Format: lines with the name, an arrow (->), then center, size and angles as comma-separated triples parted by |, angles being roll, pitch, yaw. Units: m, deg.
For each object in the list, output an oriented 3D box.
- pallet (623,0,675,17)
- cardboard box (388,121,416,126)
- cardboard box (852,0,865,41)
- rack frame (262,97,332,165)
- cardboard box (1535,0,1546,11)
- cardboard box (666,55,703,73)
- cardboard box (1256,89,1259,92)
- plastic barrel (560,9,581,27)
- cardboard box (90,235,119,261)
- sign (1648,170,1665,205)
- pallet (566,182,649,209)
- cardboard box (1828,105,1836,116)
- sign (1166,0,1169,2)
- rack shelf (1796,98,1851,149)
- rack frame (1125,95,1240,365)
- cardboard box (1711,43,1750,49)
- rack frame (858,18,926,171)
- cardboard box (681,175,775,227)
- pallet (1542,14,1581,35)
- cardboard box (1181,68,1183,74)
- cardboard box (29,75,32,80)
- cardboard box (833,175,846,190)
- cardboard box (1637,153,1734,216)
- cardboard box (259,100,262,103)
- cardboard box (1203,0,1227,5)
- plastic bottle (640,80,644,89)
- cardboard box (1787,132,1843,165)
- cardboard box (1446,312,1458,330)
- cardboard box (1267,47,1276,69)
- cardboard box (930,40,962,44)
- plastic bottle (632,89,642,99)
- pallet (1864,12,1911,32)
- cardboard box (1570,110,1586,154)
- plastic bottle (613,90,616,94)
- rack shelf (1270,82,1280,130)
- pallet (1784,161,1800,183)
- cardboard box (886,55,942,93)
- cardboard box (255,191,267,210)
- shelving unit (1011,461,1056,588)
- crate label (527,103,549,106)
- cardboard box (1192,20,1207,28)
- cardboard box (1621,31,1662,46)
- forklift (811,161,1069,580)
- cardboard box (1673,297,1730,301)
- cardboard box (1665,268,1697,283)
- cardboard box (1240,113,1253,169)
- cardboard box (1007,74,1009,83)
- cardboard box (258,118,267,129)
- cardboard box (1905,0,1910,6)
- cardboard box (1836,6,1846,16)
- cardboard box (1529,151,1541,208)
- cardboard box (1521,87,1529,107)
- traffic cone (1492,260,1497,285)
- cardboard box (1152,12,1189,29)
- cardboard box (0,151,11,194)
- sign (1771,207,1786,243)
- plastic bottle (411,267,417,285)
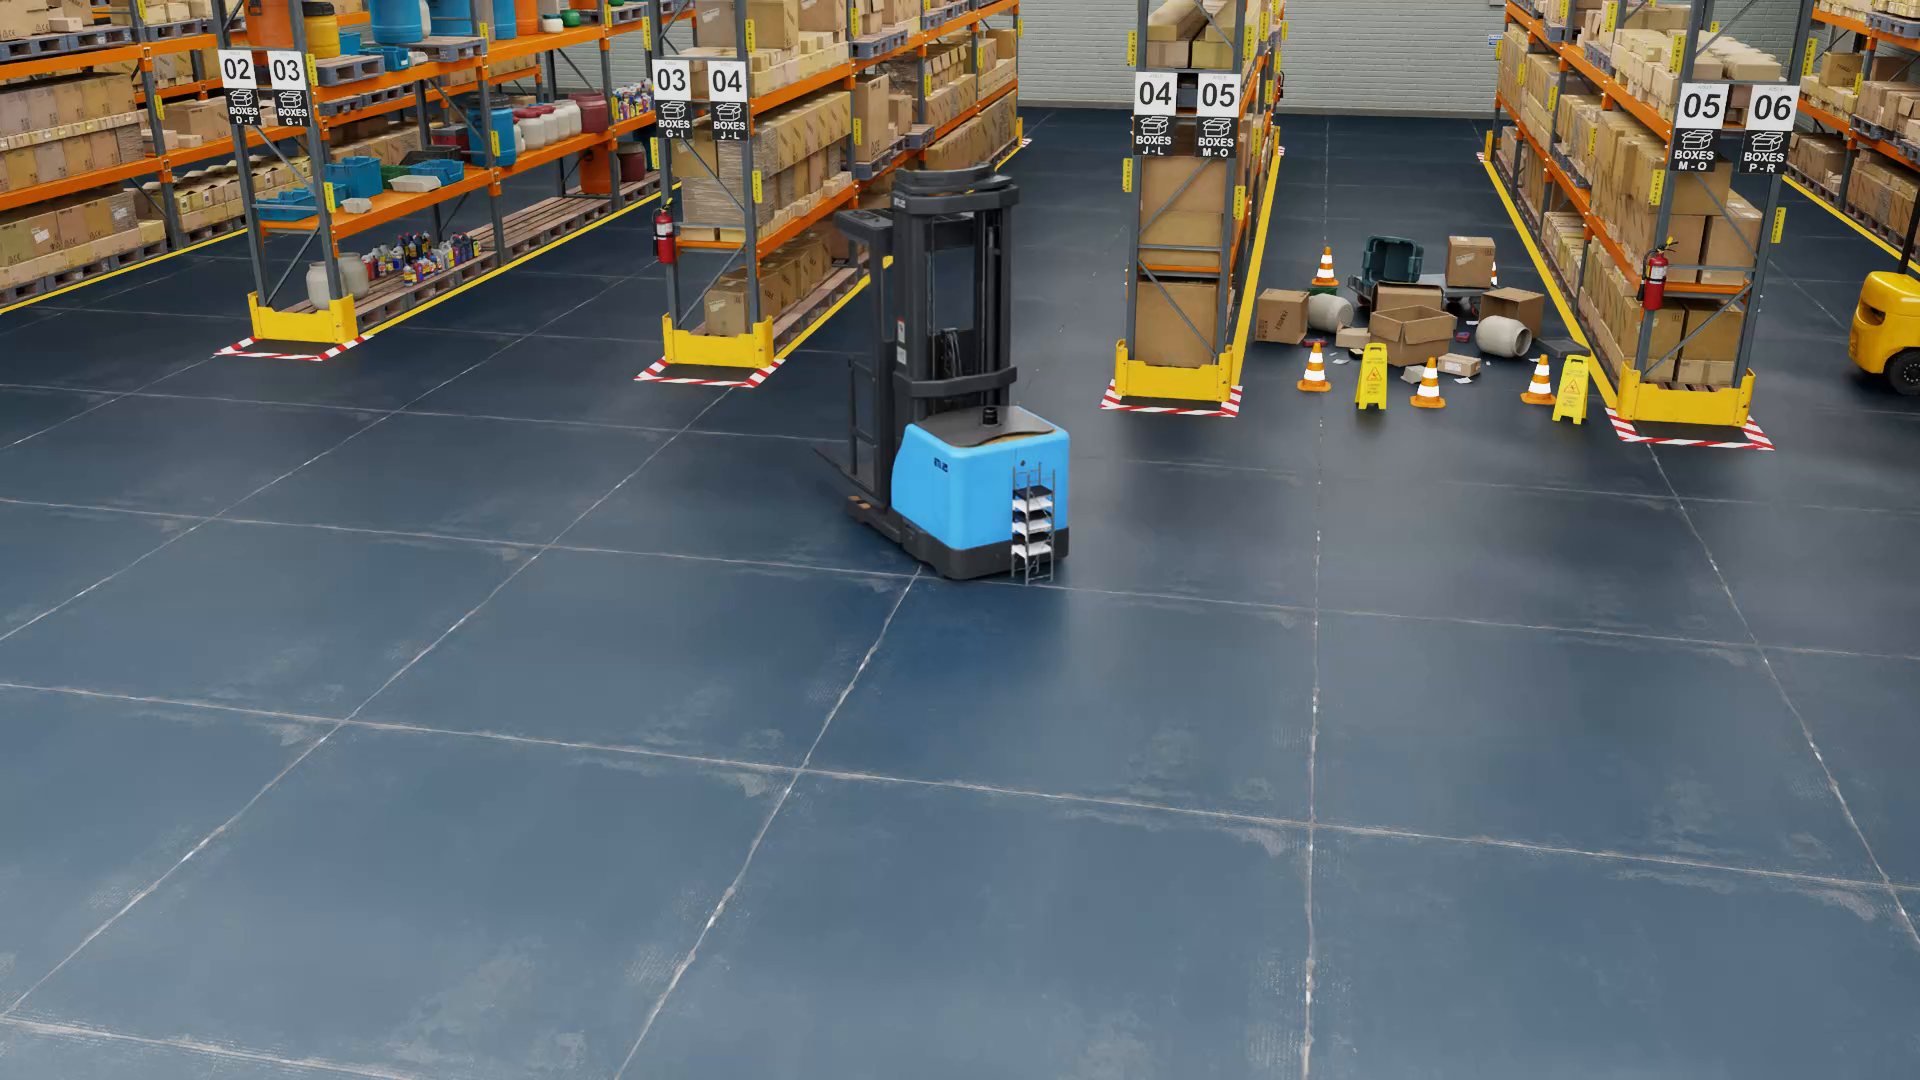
pallet -> -5.339, -8.680, 27.127 | 1.003, 0.211, 1.213 | 4, 22, 11
cardboard box -> -10.232, -7.350, 30.346 | 0.500, 0.500, 0.500 | 3, 22, 8
cardboard box -> -1.637, -6.580, 20.961 | 0.797, 0.503, 0.637 | 3, 22, 8
rack frame -> -10.711, -7.001, 26.722 | 1.000, 3.000, 0.127 | 4, 22, 11
cardboard box -> 9.040, -8.284, 25.197 | 0.500, 0.500, 0.500 | 4, 22, 10
cardboard box -> -2.895, -4.951, 17.283 | 0.380, 0.149, 0.250 | 4, 22, 11
cardboard box -> 4.266, -6.623, 24.760 | 0.380, 0.149, 0.250 | 4, 22, 9
plastic barrel -> -5.863, -7.847, 25.016 | 0.294, 0.245, 0.294 | 0, 22, 0
cardboard box -> -11.607, -3.905, 22.153 | 0.500, 0.250, 0.500 | 4, 22, 11
sign -> 6.516, -3.297, 15.551 | 0.100, 0.325, 0.005 | 4, 22, 11
pallet -> -5.743, -5.620, 27.026 | 1.003, 0.211, 1.213 | 4, 22, 11
cardboard box -> 14.347, -6.977, 27.000 | 0.380, 0.149, 0.250 | 4, 22, 10
sign -> 2.471, -6.182, 19.559 | 0.100, 0.325, 0.005 | 4, 22, 11
rack shelf -> 14.772, -6.973, 27.614 | 1.077, 0.370, 4.000 | 4, 22, 11
rack frame -> 2.189, -2.904, 16.548 | 1.000, 3.000, 0.127 | 4, 22, 11
cardboard box -> 7.797, -4.964, 16.918 | 0.380, 0.149, 0.250 | 5, 22, 12
rack frame -> -1.014, -6.245, 24.843 | 1.000, 3.000, 0.127 | 4, 22, 11
cardboard box -> -2.507, -3.702, 17.999 | 0.875, 0.500, 0.500 | 4, 22, 11
pallet -> 8.992, -7.442, 24.053 | 1.003, 0.211, 1.213 | 6, 23, 13
cardboard box -> 2.081, -4.846, 16.995 | 0.380, 0.149, 0.250 | 5, 22, 11
cardboard box -> -15.723, -7.764, 28.057 | 0.500, 0.500, 0.500 | 5, 22, 11
cardboard box -> -1.647, -4.473, 20.782 | 0.380, 0.149, 0.250 | 4, 22, 11
cardboard box -> 6.945, -3.415, 15.947 | 0.700, 0.500, 0.500 | 4, 22, 10
cardboard box -> -14.280, -8.512, 33.258 | 0.700, 0.500, 0.500 | 5, 22, 12
cardboard box -> 3.458, -7.173, 22.556 | 0.500, 0.311, 0.500 | 4, 22, 11
plastic bottle -> -5.566, -7.880, 29.062 | 0.061, 0.283, 0.133 | 4, 22, 11
cardboard box -> 14.962, -6.858, 29.147 | 0.797, 0.503, 0.637 | 4, 22, 9
cardboard box -> 5.604, -2.624, 19.513 | 0.258, 0.266, 0.396 | -11, 25, -26
cardboard box -> 4.968, -8.087, 27.548 | 0.500, 0.500, 0.500 | 5, 22, 12
cardboard box -> -0.260, -8.495, 29.230 | 0.500, 0.500, 0.500 | 5, 22, 11
plastic bottle -> -5.315, -7.260, 27.432 | 0.144, 0.351, 0.185 | 4, 22, 11
pallet -> 14.162, -7.646, 24.560 | 1.213, 0.211, 1.003 | 4, 22, 11
cardboard box -> 8.058, -5.153, 21.039 | 0.500, 0.500, 0.500 | 4, 22, 9
plastic bottle -> -5.801, -7.421, 27.937 | 0.097, 0.271, 0.097 | 0, 22, 0
rack shelf -> 5.045, -7.690, 29.396 | 1.077, 0.370, 4.000 | 4, 22, 11
pallet -> 15.003, -6.425, 29.024 | 1.003, 0.211, 1.213 | 4, 22, 11
cardboard box -> -0.713, -7.260, 25.889 | 0.797, 0.503, 0.637 | 5, 22, 12
cardboard box -> -10.889, -5.149, 25.241 | 0.500, 0.250, 0.500 | 5, 22, 12
shelving unit -> 0.547, -0.113, 12.429 | 0.258, 0.900, 0.210 | -12, 25, -27
crate label -> -6.330, -6.296, 24.923 | 0.502, 0.435, 0.616 | 4, 22, 11
cardboard box -> 2.427, -5.541, 18.188 | 0.500, 0.250, 0.500 | 4, 22, 10
cardboard box -> 7.463, -5.483, 18.207 | 0.380, 0.149, 0.250 | 5, 23, 13
forklift -> -0.313, -1.571, 13.332 | 1.130, 2.935, 3.031 | -12, 25, -27
cardboard box -> 7.597, -2.305, 17.176 | 0.500, 0.500, 0.500 | 4, 22, 9
cardboard box -> 6.922, -2.600, 16.130 | 0.380, 0.149, 0.250 | 5, 23, 13
cardboard box -> 2.897, -4.595, 19.101 | 0.875, 0.550, 0.550 | 4, 22, 11
cardboard box -> 0.712, -8.620, 31.078 | 0.380, 0.149, 0.250 | 5, 22, 12
cardboard box -> -10.916, -6.414, 25.600 | 0.380, 0.149, 0.250 | 6, 23, 15
cardboard box -> 13.678, -7.677, 23.626 | 0.380, 0.149, 0.250 | 5, 22, 11
cardboard box -> 14.433, -8.569, 26.936 | 0.380, 0.149, 0.250 | 5, 22, 12
cardboard box -> 9.279, -5.597, 25.519 | 0.875, 0.875, 0.875 | 5, 22, 12
cardboard box -> 9.138, -6.975, 26.188 | 0.500, 0.250, 0.500 | 4, 22, 9
traffic cone -> 6.754, -3.410, 21.200 | 0.336, 0.463, 0.334 | 4, 22, 11
cardboard box -> 2.185, -5.404, 17.313 | 0.380, 0.149, 0.250 | 4, 22, 10
cardboard box -> -12.133, -4.484, 20.338 | 0.700, 0.500, 0.500 | 5, 22, 12
sign -> 7.586, -2.924, 15.439 | 0.100, 0.325, 0.005 | 4, 22, 11
plastic bottle -> -6.799, -3.280, 20.638 | 0.097, 0.201, 0.097 | 0, 22, 0
